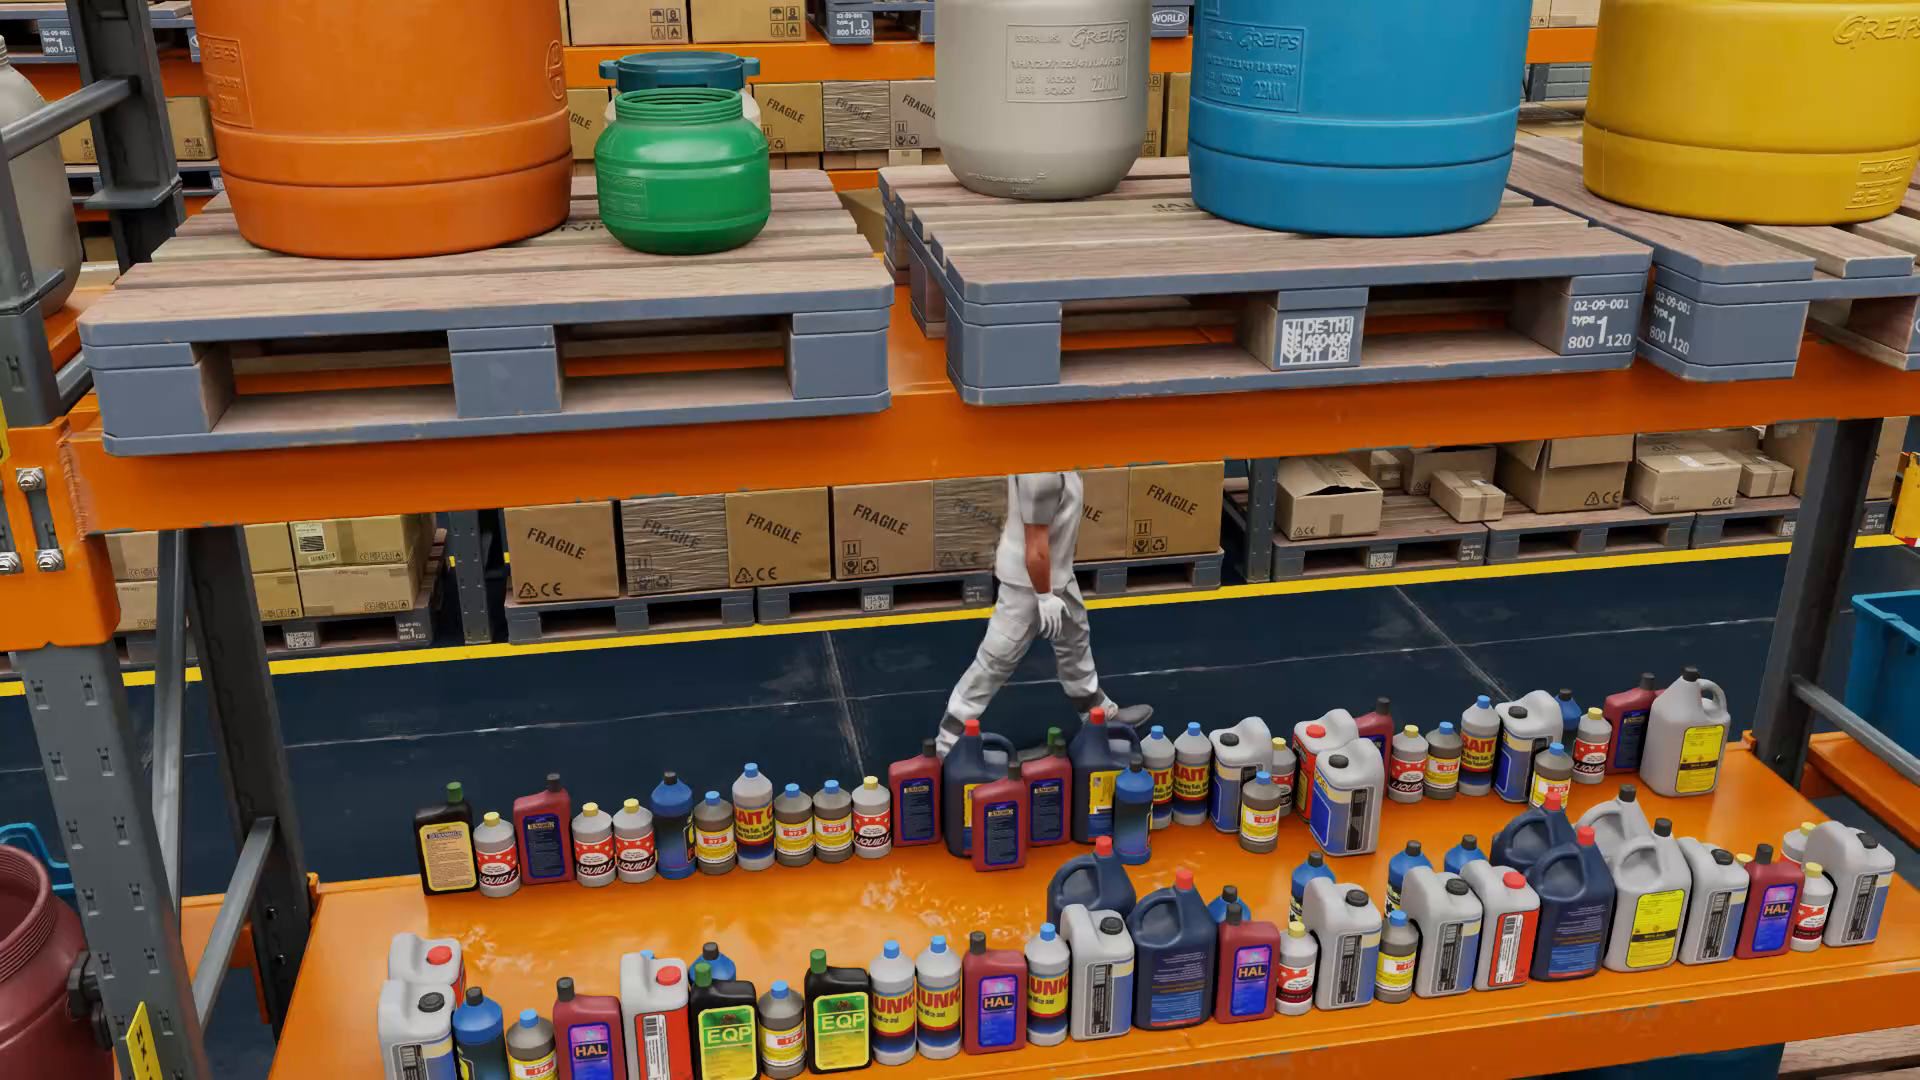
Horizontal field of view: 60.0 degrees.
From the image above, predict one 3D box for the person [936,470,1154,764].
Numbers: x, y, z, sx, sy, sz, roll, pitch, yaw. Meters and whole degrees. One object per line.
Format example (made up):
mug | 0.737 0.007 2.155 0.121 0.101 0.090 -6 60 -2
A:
person | 0.359 0.129 6.760 0.904 1.753 0.634 3 23 7
